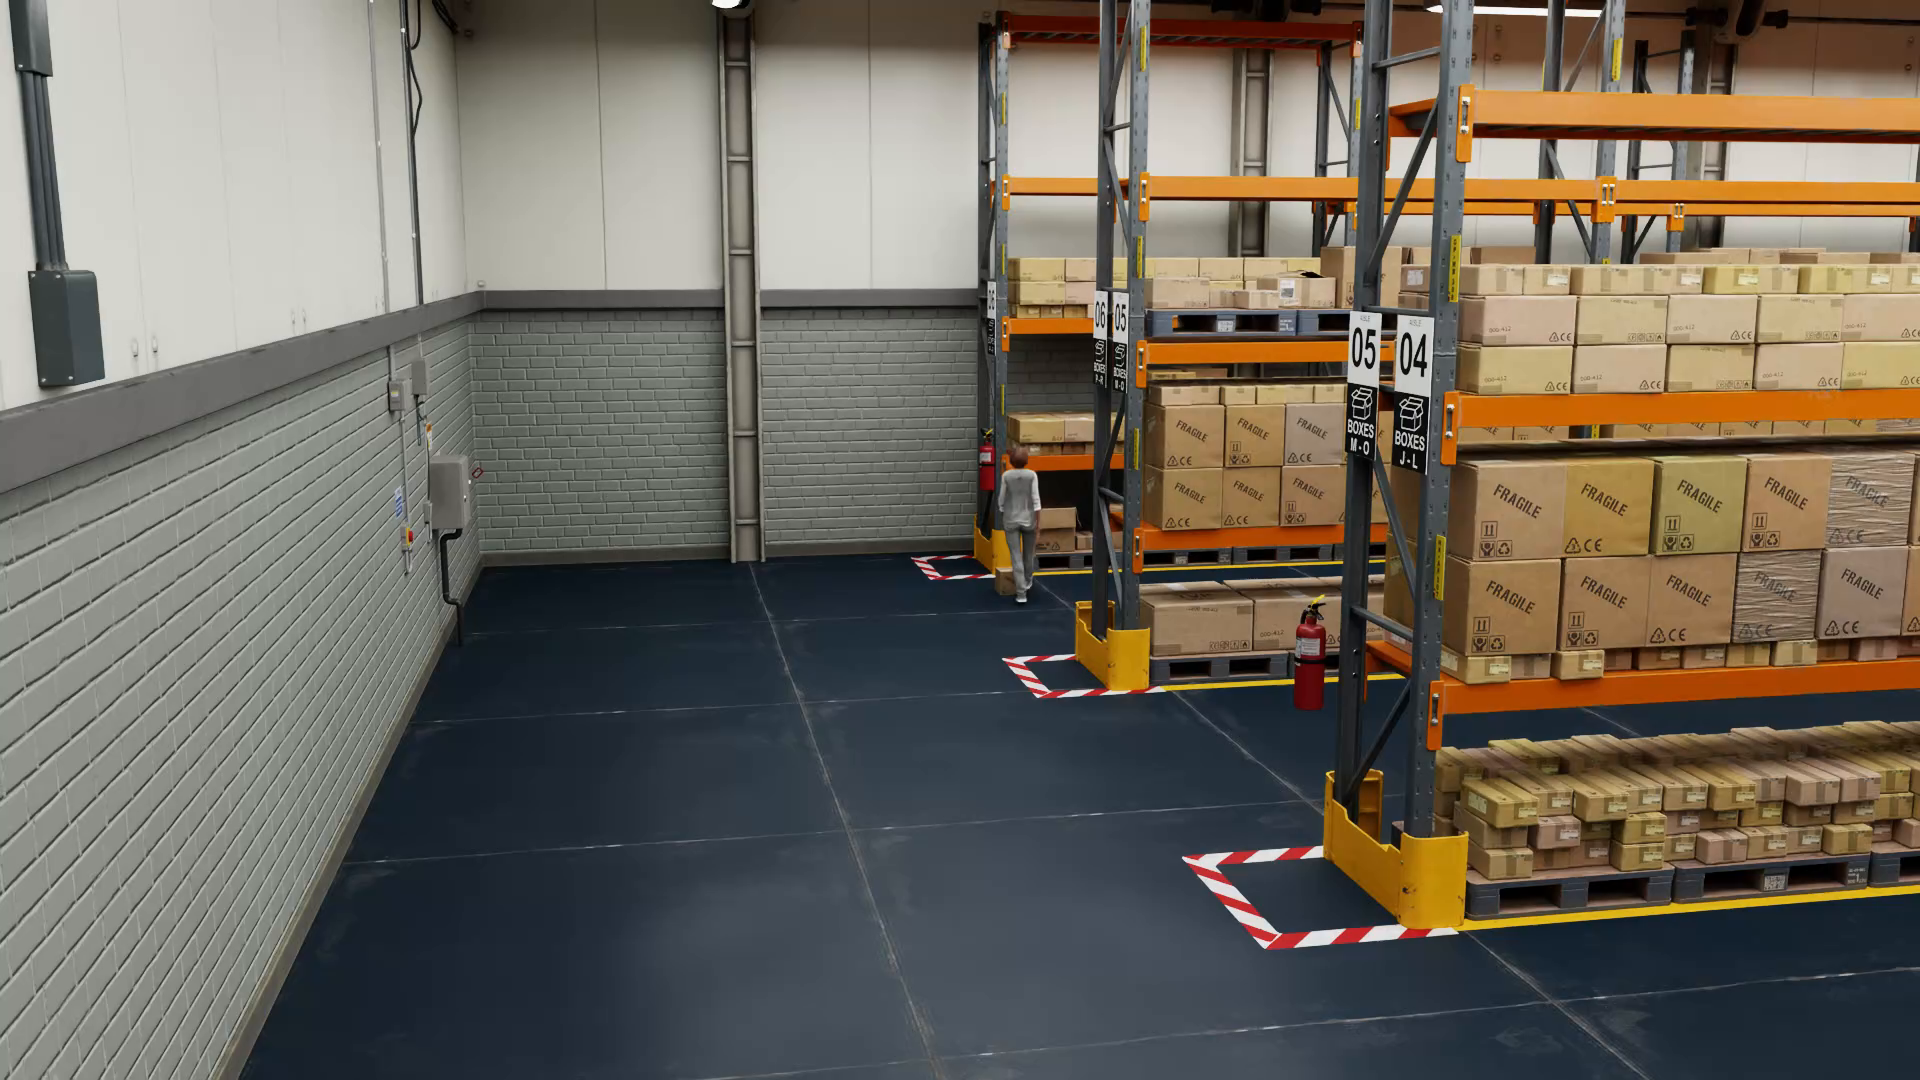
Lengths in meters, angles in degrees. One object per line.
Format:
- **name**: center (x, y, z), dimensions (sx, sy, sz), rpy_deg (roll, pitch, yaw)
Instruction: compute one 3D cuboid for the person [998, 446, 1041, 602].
- **person**: center (0.588, -0.188, 16.940), dimensions (0.417, 1.564, 0.860), rpy_deg (-1, 10, -5)
